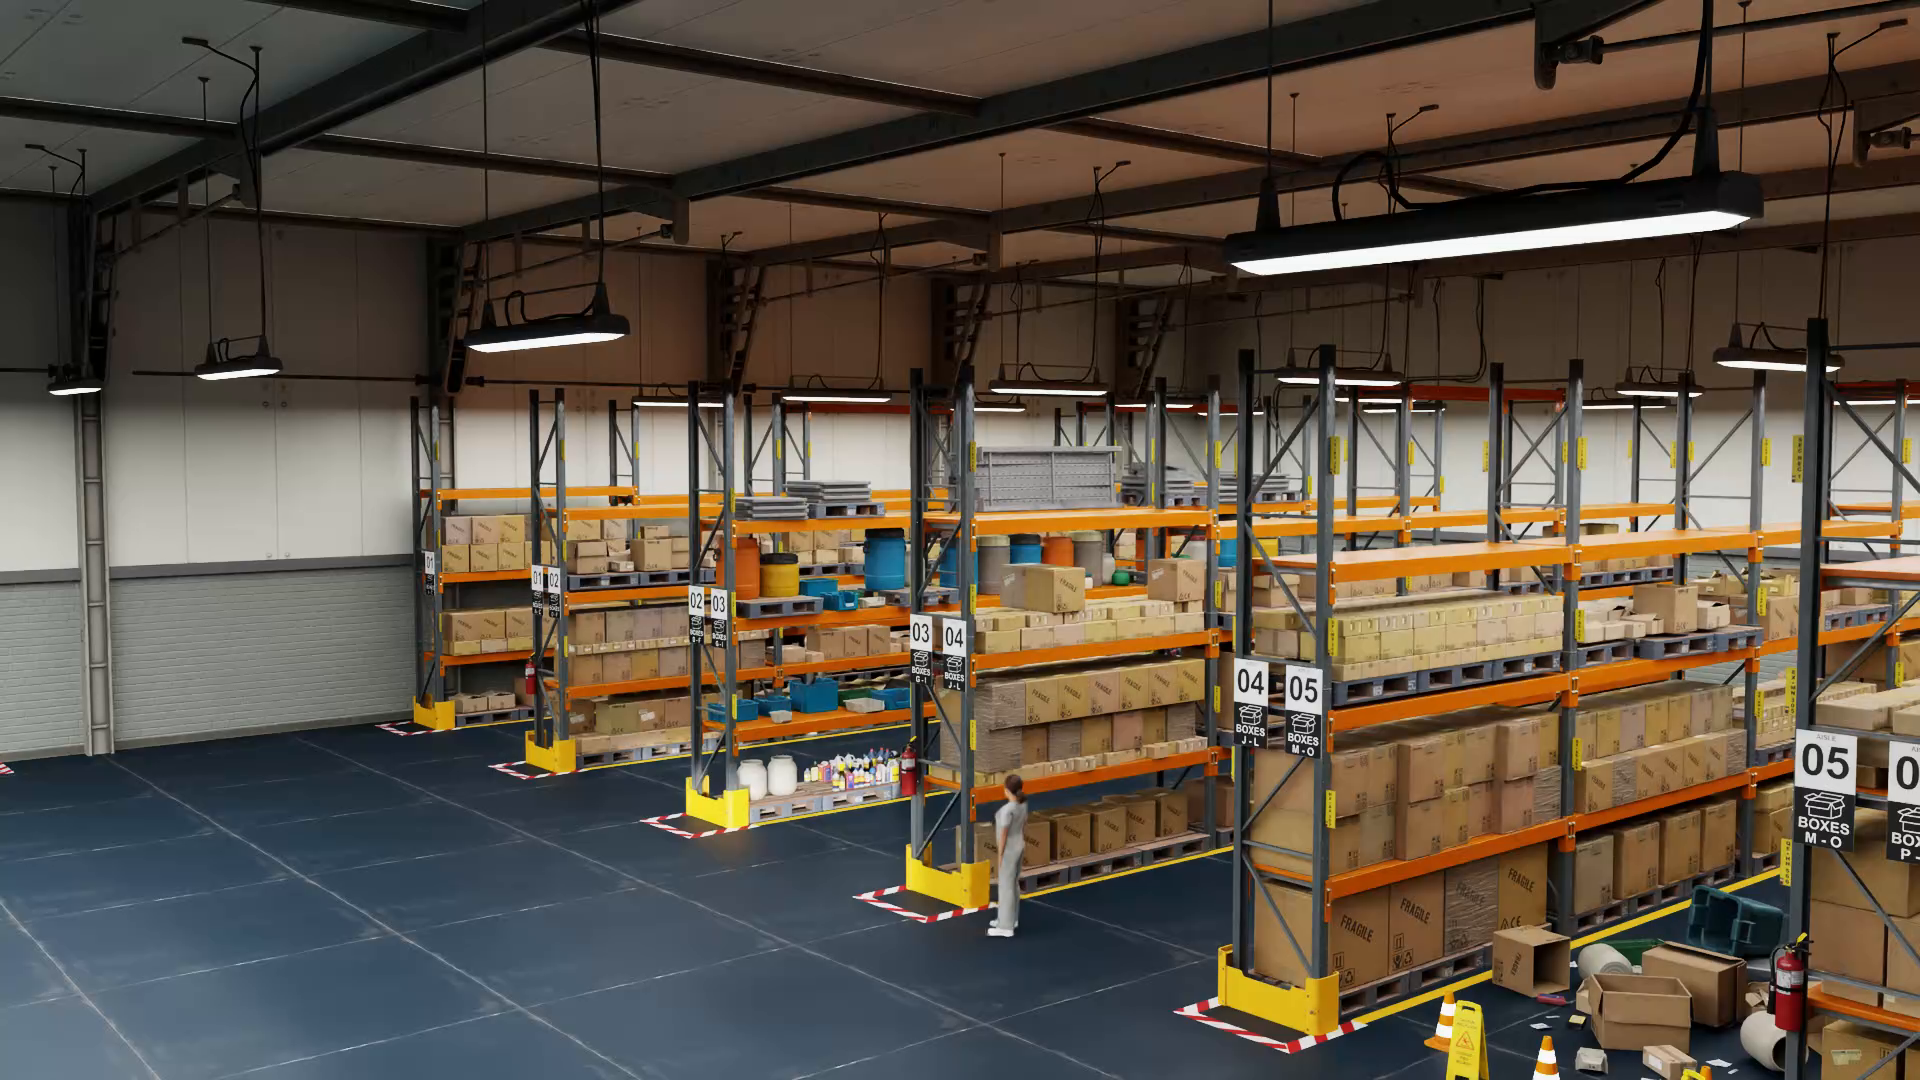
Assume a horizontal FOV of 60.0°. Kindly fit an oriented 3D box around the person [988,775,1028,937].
[{"bbox_3d":[0.494,3.291,17.503,0.449,1.673,0.525,1,4,17],"label":"person"}]

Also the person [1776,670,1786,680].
[{"bbox_3d":[12.225,2.814,24.771,1.019,1.745,0.669,-3,4,-37],"label":"person"}]

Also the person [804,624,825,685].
[{"bbox_3d":[-2.828,2.443,32.715,0.568,1.752,0.434,-1,4,-22],"label":"person"}]
